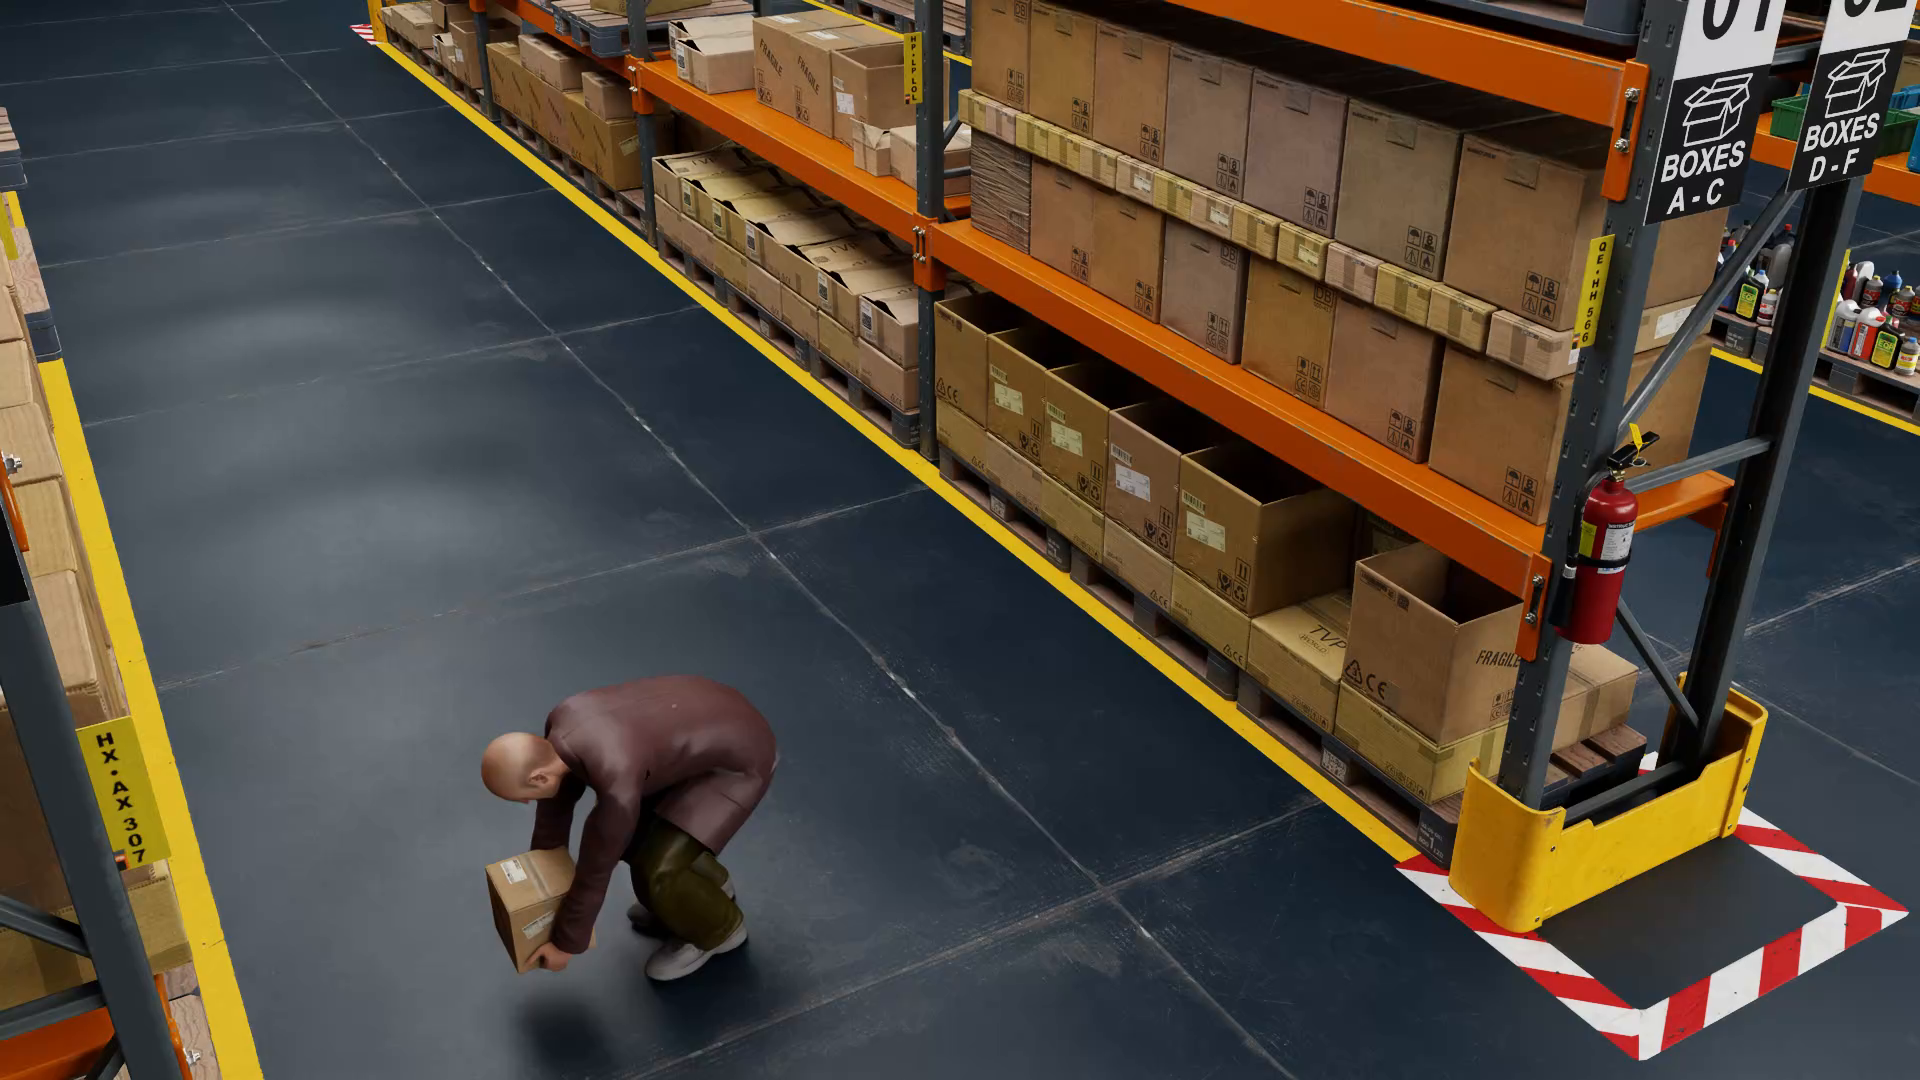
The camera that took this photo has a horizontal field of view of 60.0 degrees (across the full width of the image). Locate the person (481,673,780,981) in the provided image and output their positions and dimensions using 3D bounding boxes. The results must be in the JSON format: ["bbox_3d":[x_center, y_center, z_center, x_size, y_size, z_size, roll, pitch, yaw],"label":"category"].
[{"bbox_3d":[-1.013,0.908,5.272,0.935,1.014,0.587,-17,33,-28],"label":"person"}]
